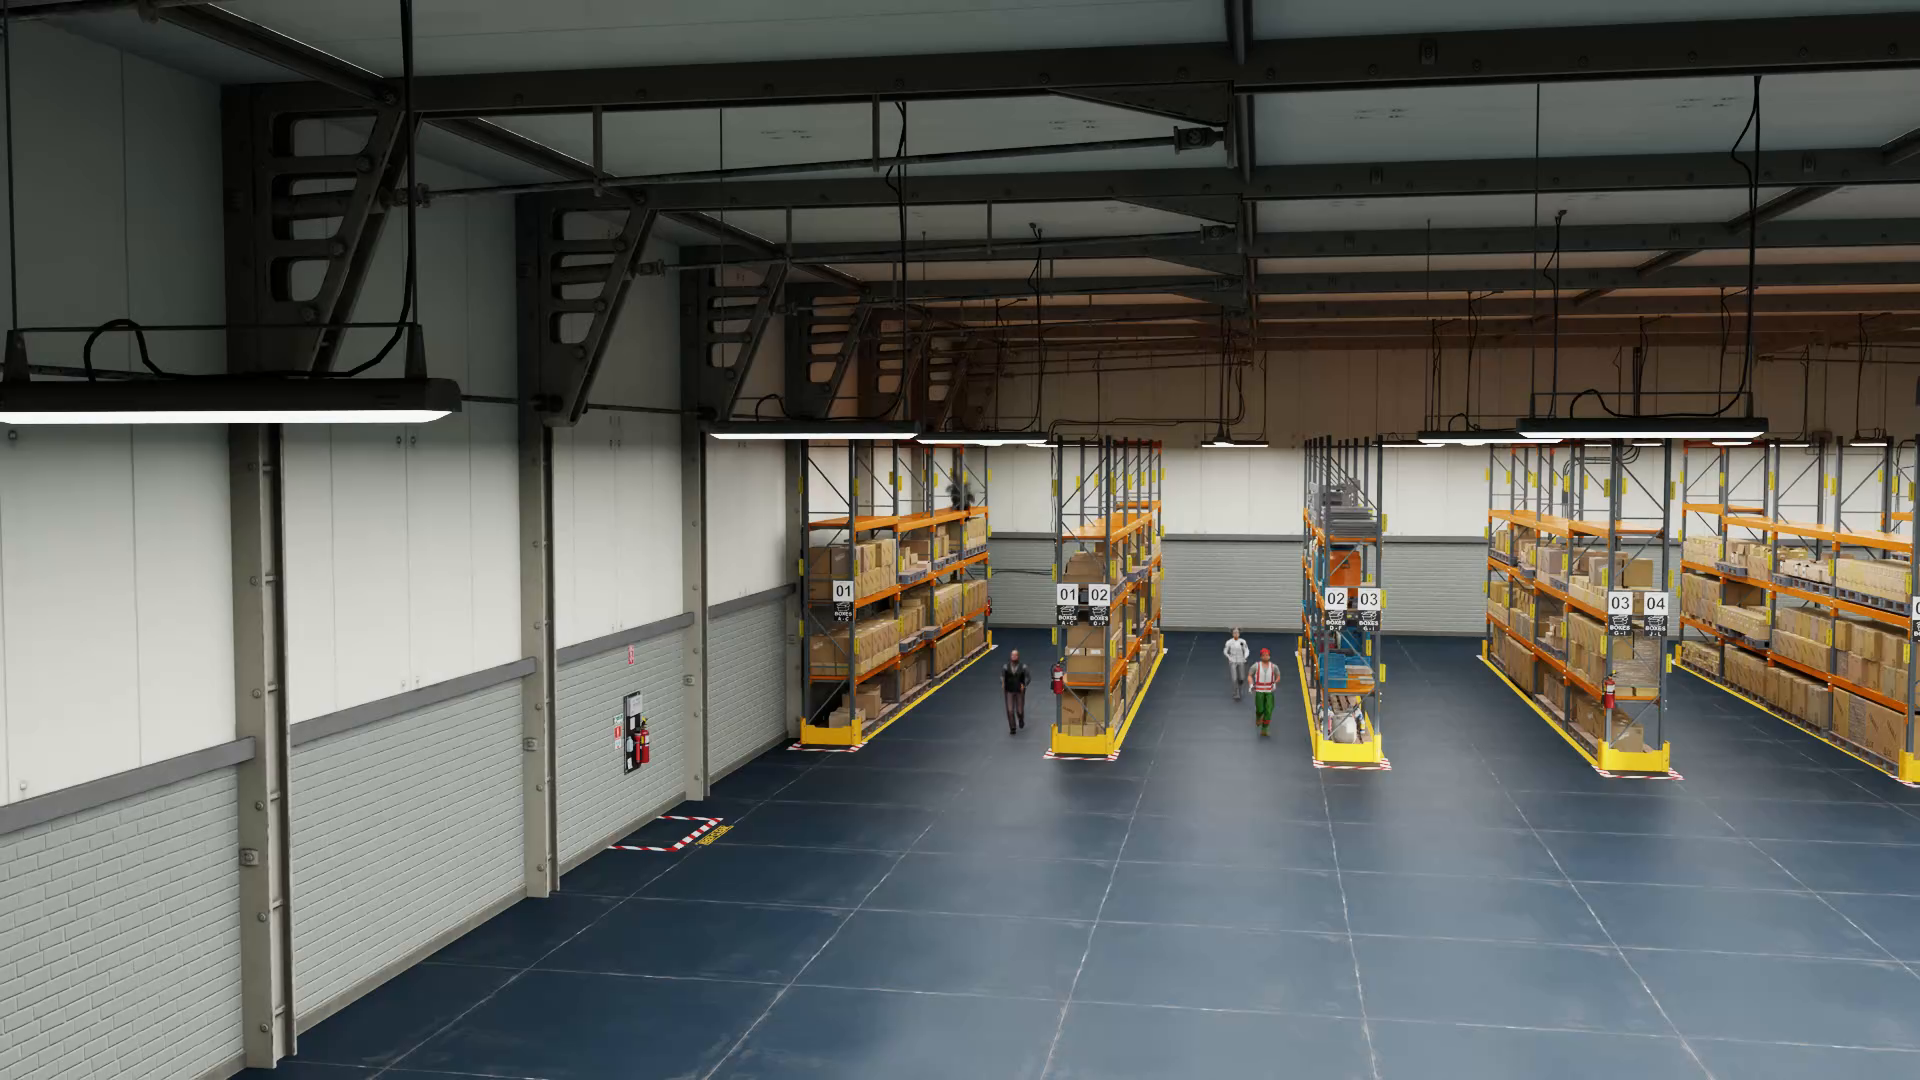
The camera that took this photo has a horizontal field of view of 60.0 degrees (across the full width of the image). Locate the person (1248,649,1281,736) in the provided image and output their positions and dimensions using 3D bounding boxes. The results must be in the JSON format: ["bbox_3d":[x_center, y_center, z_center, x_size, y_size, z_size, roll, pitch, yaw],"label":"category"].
[{"bbox_3d":[6.126,3.048,33.422,0.658,1.738,0.601,0,3,5],"label":"person"}]

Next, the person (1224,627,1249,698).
[{"bbox_3d":[6.371,2.824,38.276,0.592,1.651,0.539,0,3,3],"label":"person"}]

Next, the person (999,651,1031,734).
[{"bbox_3d":[1.104,3.068,33.584,0.657,1.671,0.612,0,3,9],"label":"person"}]
